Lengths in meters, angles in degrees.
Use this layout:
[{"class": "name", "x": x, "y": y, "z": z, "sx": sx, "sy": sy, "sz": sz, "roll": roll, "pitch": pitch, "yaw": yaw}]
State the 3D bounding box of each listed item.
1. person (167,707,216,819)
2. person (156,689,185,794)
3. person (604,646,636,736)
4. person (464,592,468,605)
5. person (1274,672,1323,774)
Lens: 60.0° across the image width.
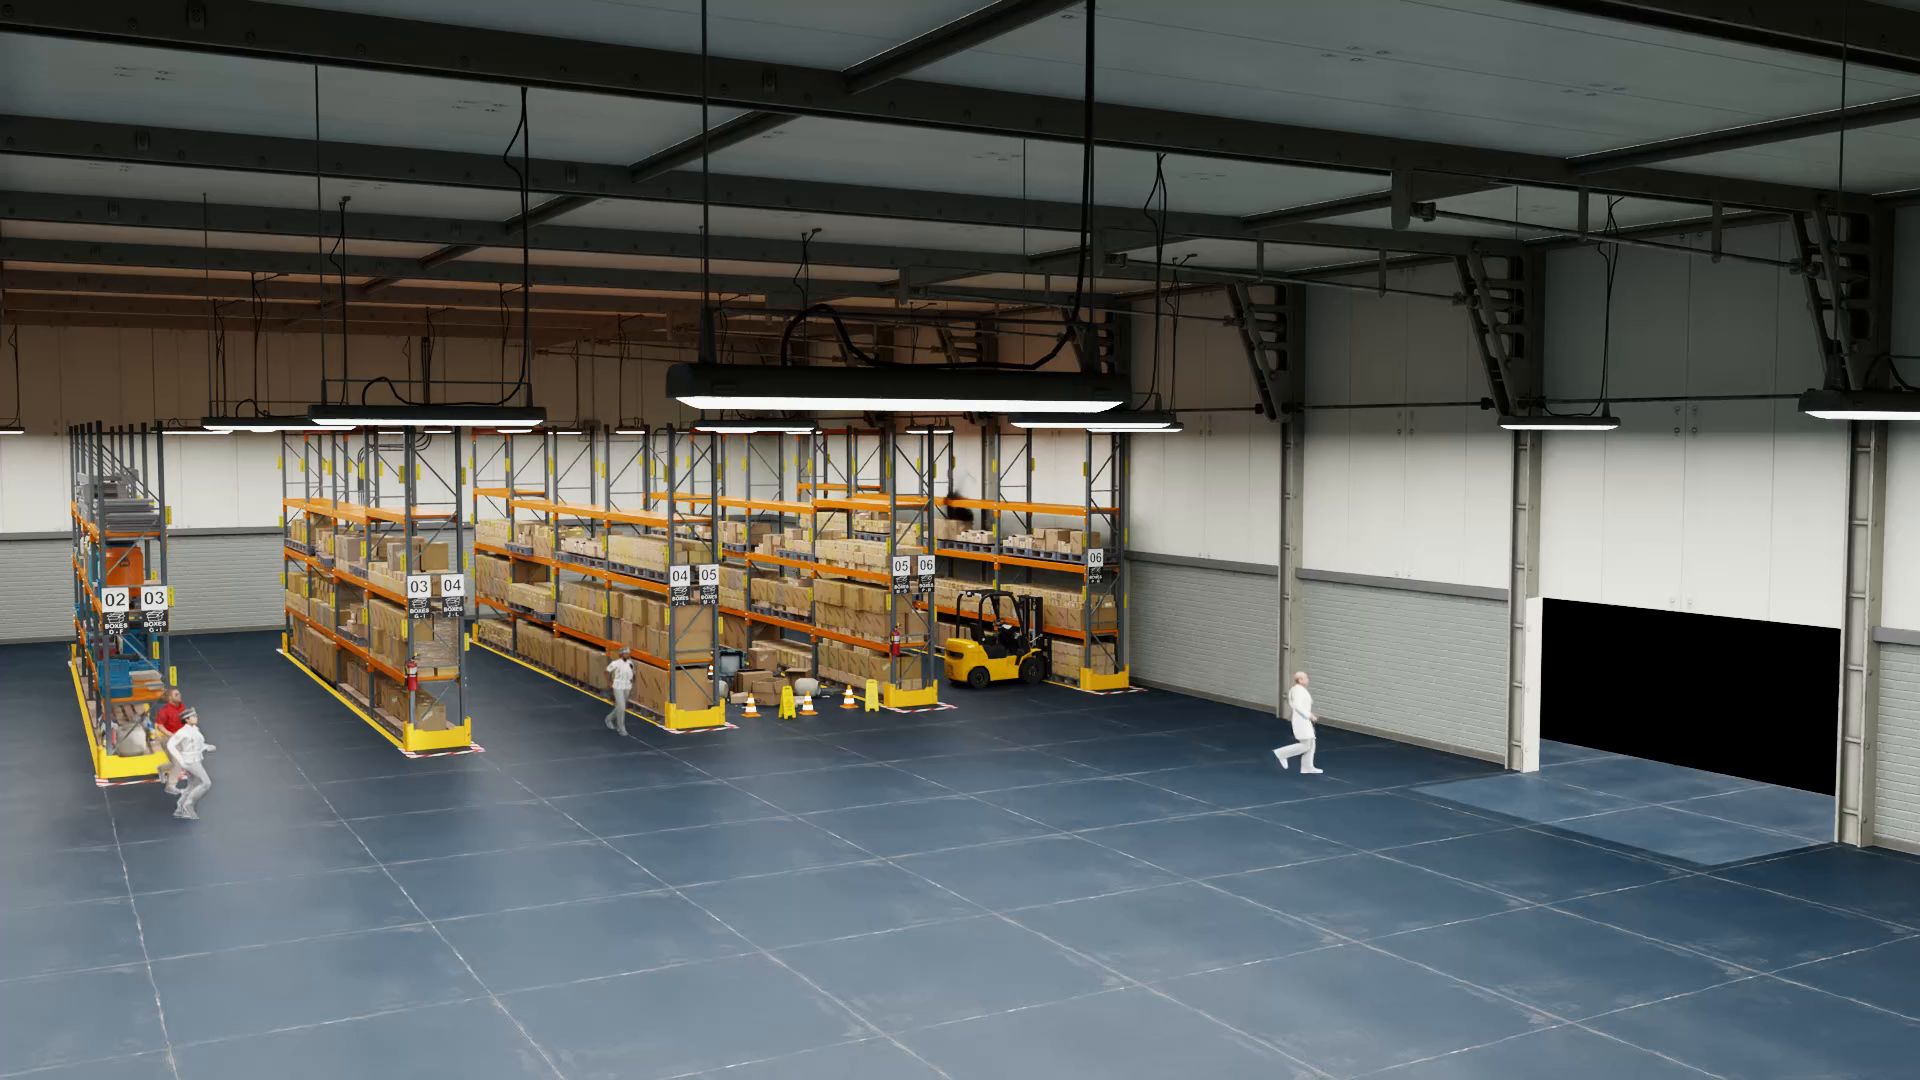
[{"class": "person", "x": -11.466, "y": 3.335, "z": 24.892, "sx": 0.644, "sy": 1.670, "sz": 0.593, "roll": 0, "pitch": 4, "yaw": -6}, {"class": "person", "x": -12.688, "y": 3.234, "z": 26.785, "sx": 0.664, "sy": 1.682, "sz": 0.678, "roll": 1, "pitch": 4, "yaw": 12}, {"class": "person", "x": -6.563, "y": 2.920, "z": 32.242, "sx": 0.792, "sy": 1.735, "sz": 0.601, "roll": 3, "pitch": 5, "yaw": 42}, {"class": "person", "x": -14.372, "y": 1.988, "z": 47.260, "sx": 0.653, "sy": 1.634, "sz": 0.859, "roll": 2, "pitch": 4, "yaw": 35}, {"class": "person", "x": 5.747, "y": 3.104, "z": 28.210, "sx": 0.820, "sy": 1.743, "sz": 0.702, "roll": 0, "pitch": 4, "yaw": 6}]
